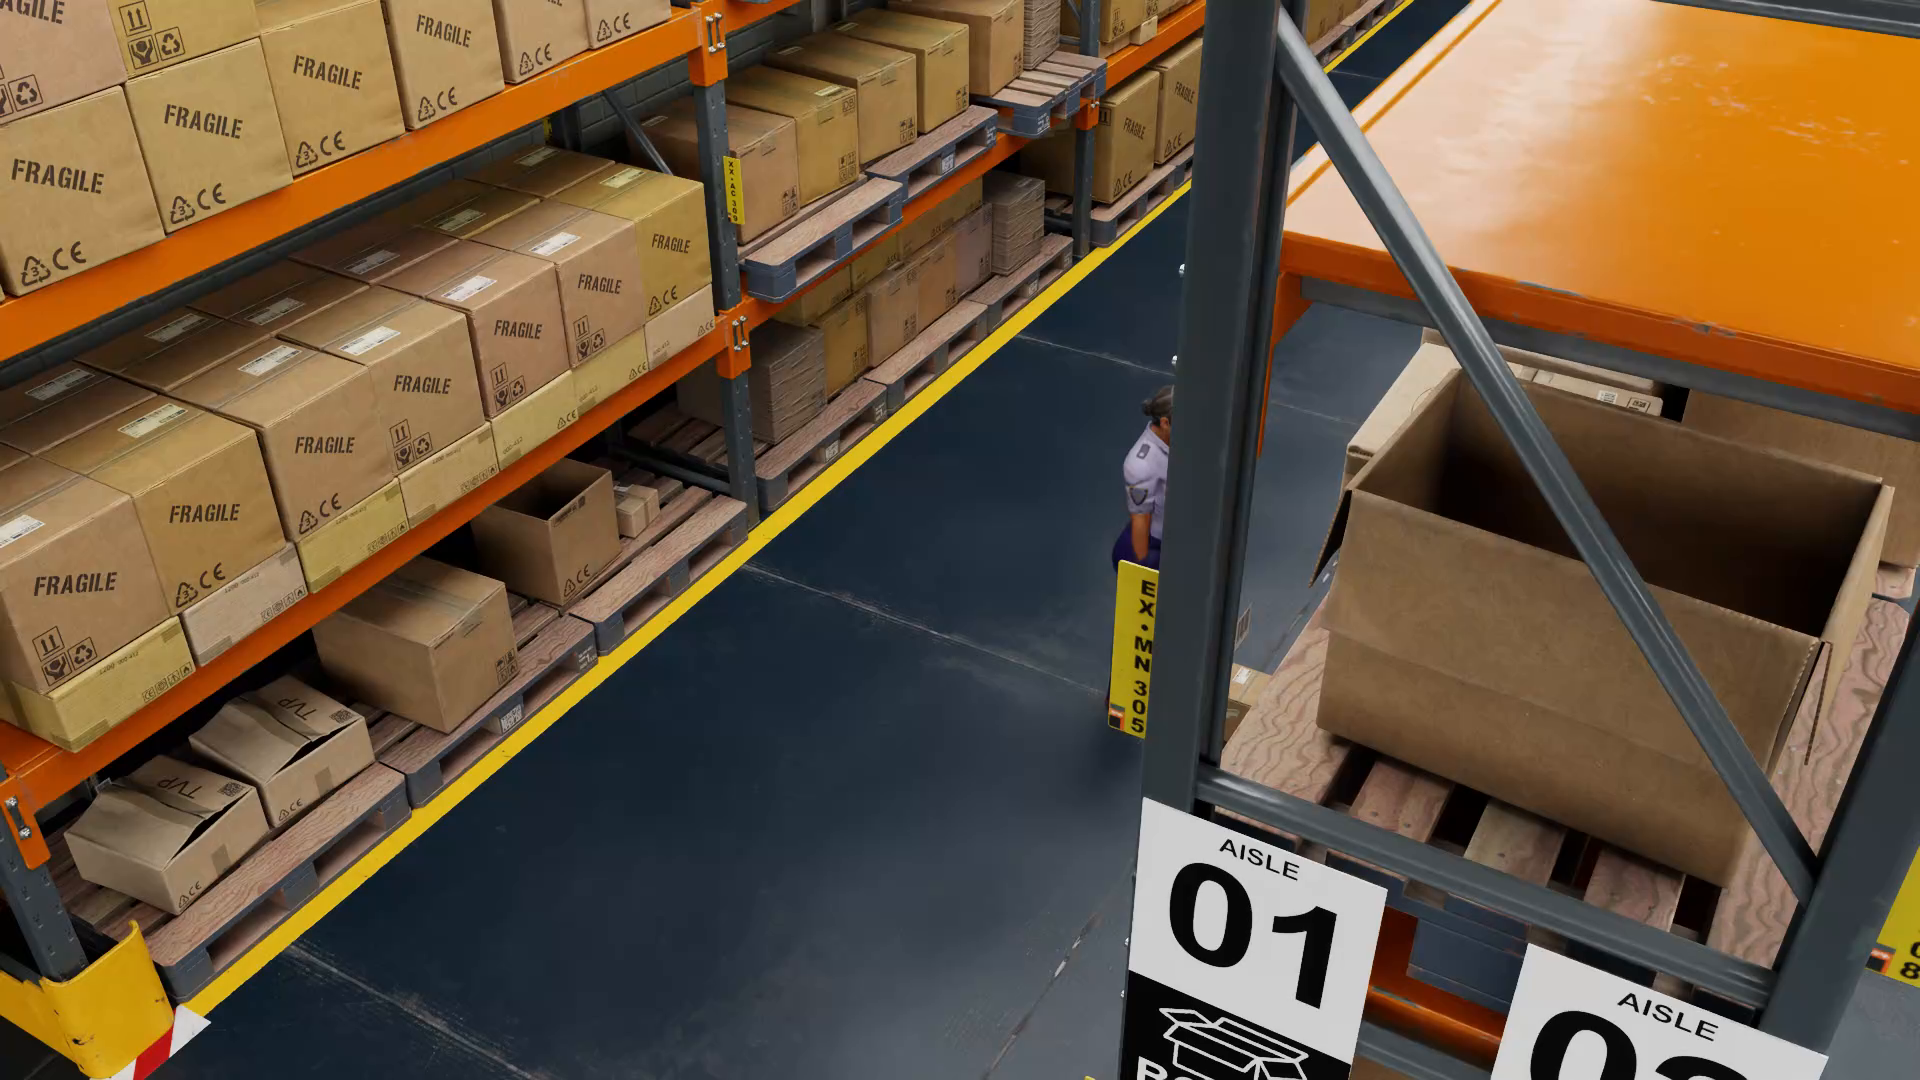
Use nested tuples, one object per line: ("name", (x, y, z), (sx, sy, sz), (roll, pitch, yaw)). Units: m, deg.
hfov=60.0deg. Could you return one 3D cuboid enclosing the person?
("person", (0.888, 0.043, 7.356), (0.341, 1.643, 0.472), (19, 39, 25))
